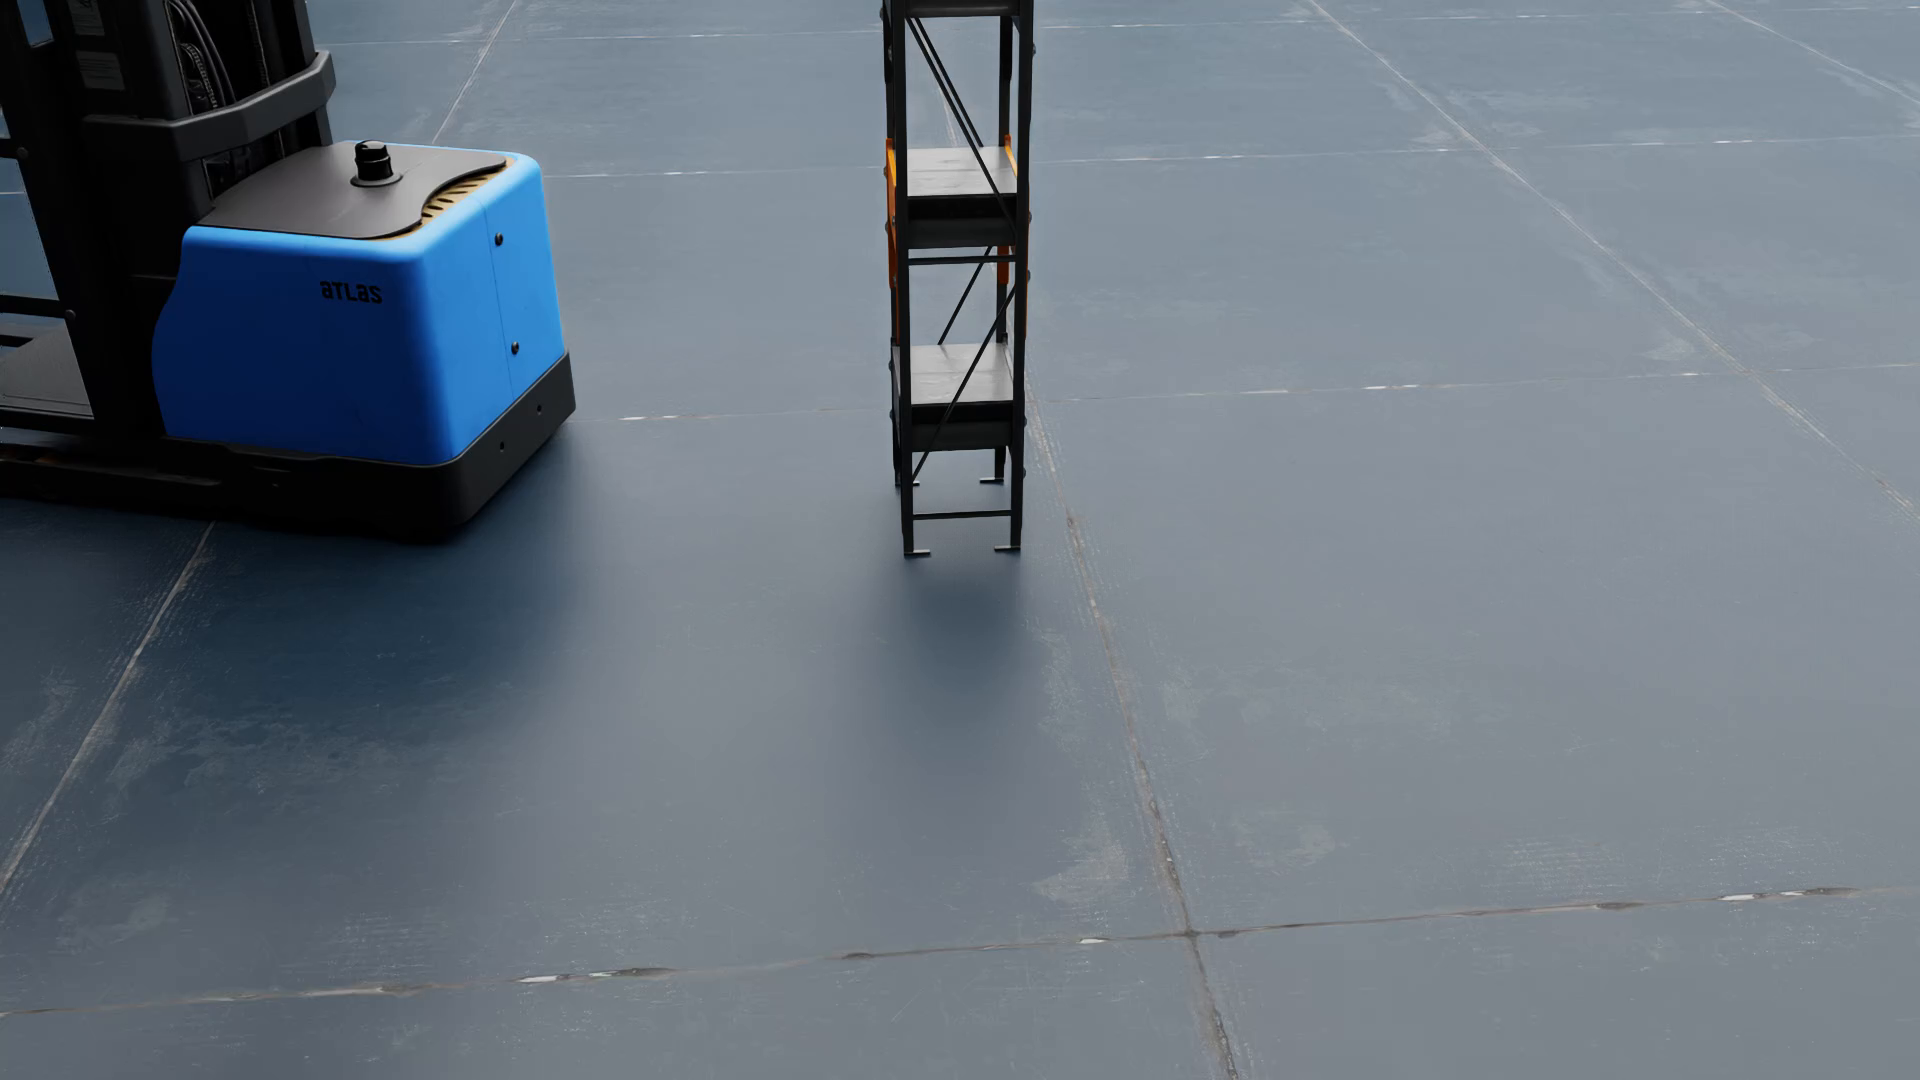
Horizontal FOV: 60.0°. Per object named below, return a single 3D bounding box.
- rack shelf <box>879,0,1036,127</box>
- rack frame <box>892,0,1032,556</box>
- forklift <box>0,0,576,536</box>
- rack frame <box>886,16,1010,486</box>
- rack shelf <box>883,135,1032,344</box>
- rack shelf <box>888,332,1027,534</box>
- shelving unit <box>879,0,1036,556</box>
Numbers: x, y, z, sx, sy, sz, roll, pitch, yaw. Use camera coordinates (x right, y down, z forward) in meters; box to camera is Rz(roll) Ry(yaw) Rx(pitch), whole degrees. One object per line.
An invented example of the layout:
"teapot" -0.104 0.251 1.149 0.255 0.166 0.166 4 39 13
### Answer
"rack shelf" -0.015 -1.575 5.001 0.431 0.518 0.480 -3 31 -5
"rack frame" 0.007 -0.861 5.144 0.400 2.100 0.015 -3 31 -5
"forklift" -3.066 -1.659 5.669 3.031 2.935 1.130 7 32 11
"rack frame" -0.038 -1.111 5.562 0.400 2.100 0.015 -3 31 -5
"rack shelf" -0.015 -0.974 5.360 0.431 0.518 0.480 -3 31 -5
"rack shelf" -0.015 -0.373 5.719 0.431 0.518 0.480 -3 31 -5
"shelving unit" -0.015 -0.986 5.353 0.431 2.100 0.503 -3 31 -5
